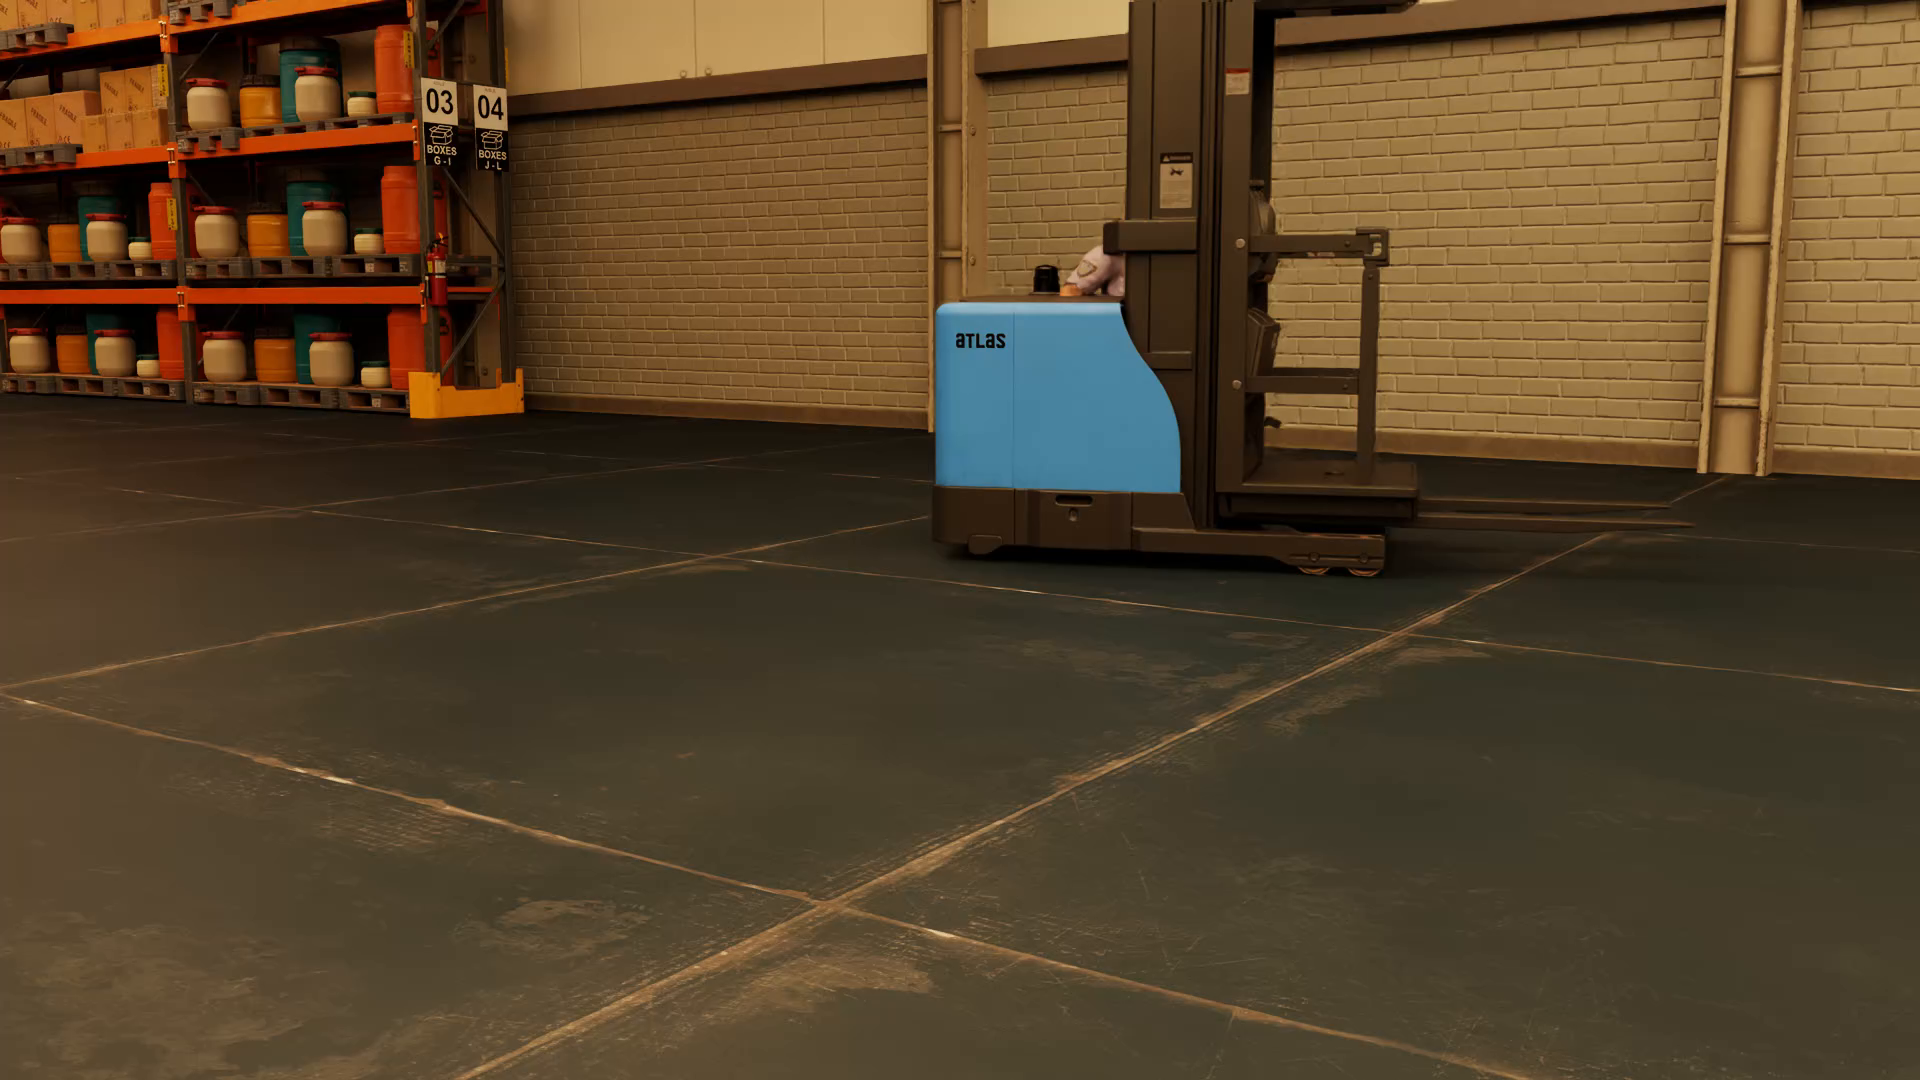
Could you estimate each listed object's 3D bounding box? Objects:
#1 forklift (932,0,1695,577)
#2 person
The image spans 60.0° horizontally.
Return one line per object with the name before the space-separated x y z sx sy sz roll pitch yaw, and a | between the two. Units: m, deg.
forklift | 1.457 -1.386 6.940 3.031 2.935 1.130 2 8 14
person | 0.885 -0.732 7.029 0.847 1.510 0.837 -5 9 -30
